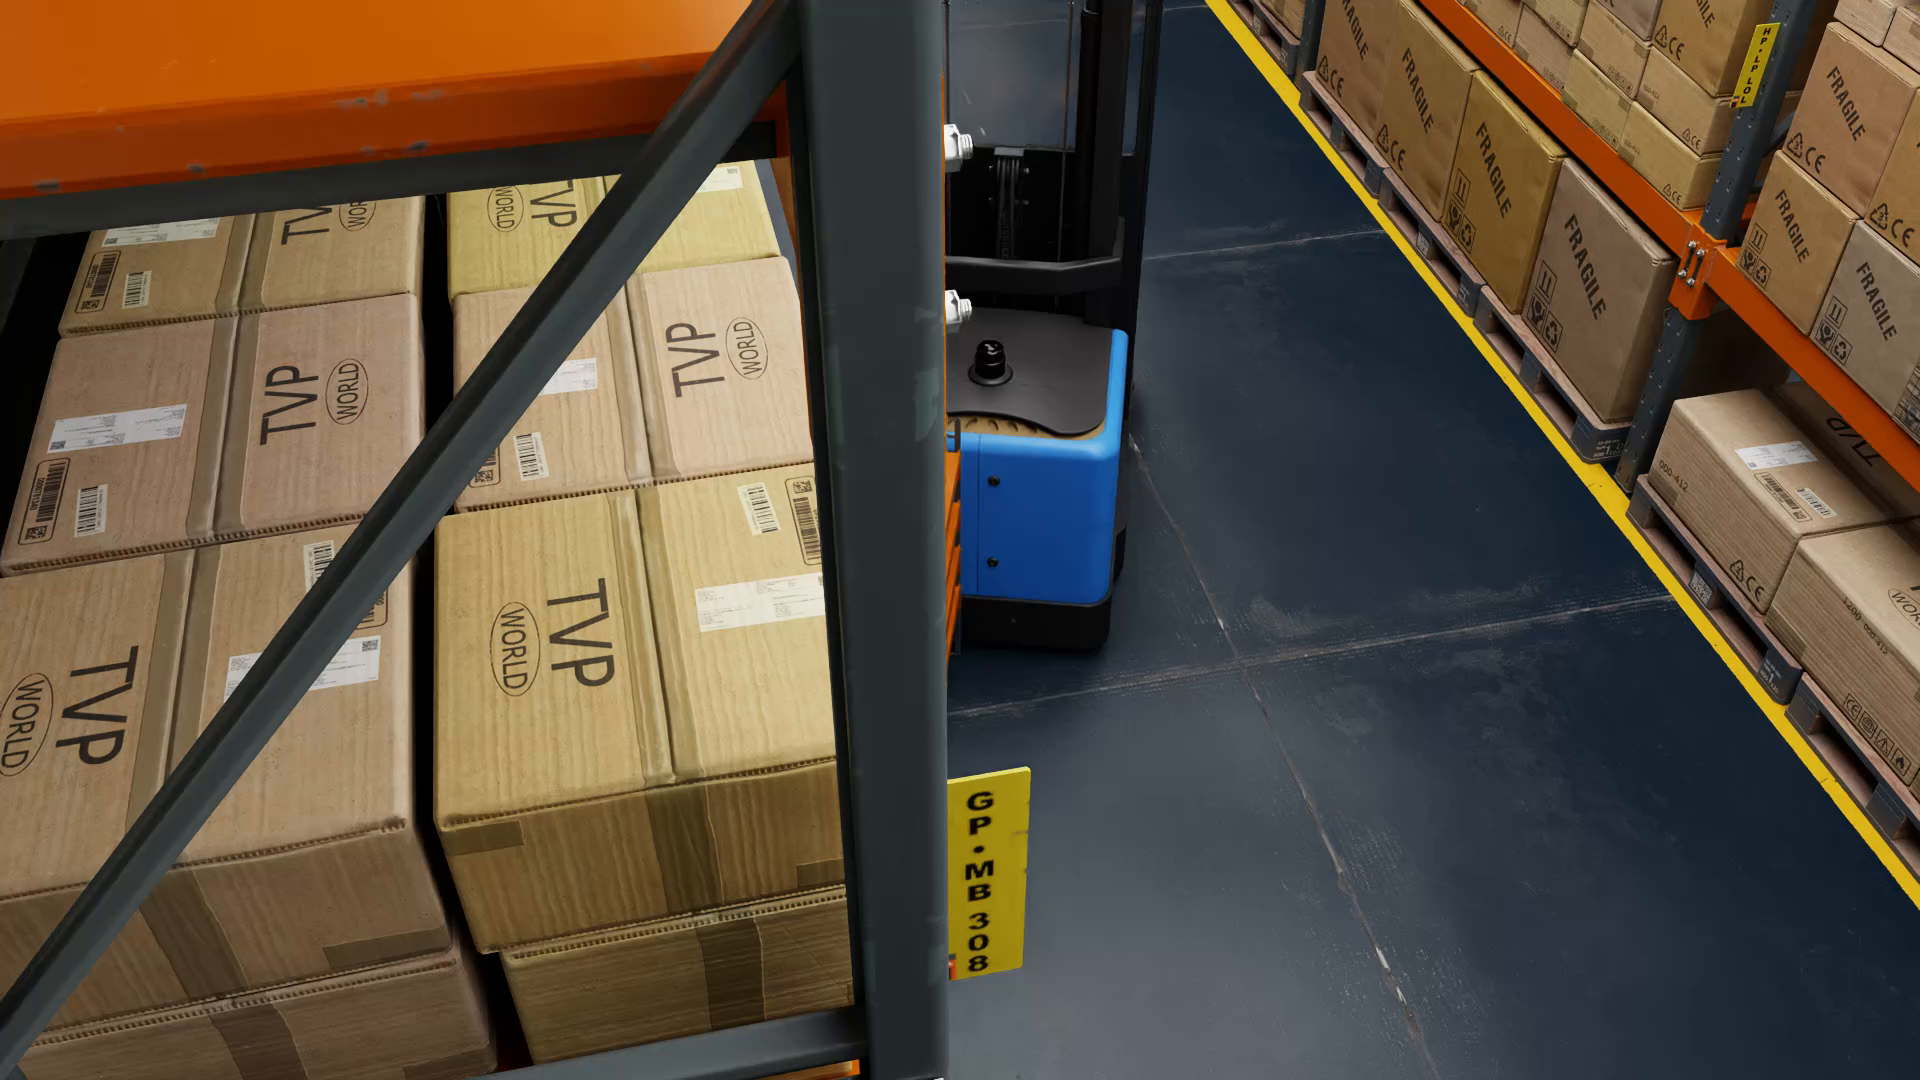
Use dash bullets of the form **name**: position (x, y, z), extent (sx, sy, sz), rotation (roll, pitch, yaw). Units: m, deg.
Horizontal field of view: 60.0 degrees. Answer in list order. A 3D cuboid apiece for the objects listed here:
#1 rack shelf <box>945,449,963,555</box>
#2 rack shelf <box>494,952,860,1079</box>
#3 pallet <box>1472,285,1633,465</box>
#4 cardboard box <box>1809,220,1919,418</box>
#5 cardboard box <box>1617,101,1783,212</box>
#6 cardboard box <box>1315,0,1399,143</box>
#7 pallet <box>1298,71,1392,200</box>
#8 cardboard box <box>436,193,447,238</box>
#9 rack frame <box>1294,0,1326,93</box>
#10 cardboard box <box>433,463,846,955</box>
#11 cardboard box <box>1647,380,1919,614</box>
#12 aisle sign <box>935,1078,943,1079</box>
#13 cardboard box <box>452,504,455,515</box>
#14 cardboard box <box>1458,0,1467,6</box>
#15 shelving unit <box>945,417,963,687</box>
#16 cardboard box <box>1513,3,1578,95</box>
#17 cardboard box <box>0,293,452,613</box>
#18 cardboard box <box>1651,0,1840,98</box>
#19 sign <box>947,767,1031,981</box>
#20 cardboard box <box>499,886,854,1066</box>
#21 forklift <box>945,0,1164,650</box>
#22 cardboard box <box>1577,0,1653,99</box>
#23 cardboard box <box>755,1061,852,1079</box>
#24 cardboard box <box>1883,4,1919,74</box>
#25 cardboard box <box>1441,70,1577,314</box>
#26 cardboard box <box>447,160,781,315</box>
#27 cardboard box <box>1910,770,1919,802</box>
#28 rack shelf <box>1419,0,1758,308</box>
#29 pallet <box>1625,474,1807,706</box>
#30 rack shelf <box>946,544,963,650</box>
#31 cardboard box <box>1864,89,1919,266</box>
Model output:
- **rack shelf**: position (-0.146, -0.126, 5.897), extent (0.258, 0.148, 0.480), rotation (4, 42, 5)
- **rack shelf**: position (-0.943, -0.277, 3.585), extent (1.077, 0.370, 4.000), rotation (-8, 42, -9)
- **pallet**: position (3.231, -0.881, 8.083), extent (1.003, 0.211, 1.213), rotation (-8, 42, -9)
- **cardboard box**: position (3.421, -0.803, 5.820), extent (0.500, 0.500, 0.500), rotation (-8, 42, -9)
- **cardboard box**: position (3.128, -1.633, 6.943), extent (0.500, 0.250, 0.500), rotation (-9, 42, -10)
- **cardboard box**: position (2.675, -2.930, 9.575), extent (0.875, 0.875, 0.875), rotation (-9, 42, -10)
- **pallet**: position (2.704, -2.462, 9.865), extent (1.003, 0.211, 1.213), rotation (-8, 42, -9)
- **cardboard box**: position (-1.195, -0.738, 3.074), extent (0.500, 0.250, 0.500), rotation (-8, 42, -9)
- **rack frame**: position (2.607, -4.027, 9.527), extent (1.000, 3.000, 0.127), rotation (-8, 42, -9)
- **cardboard box**: position (-0.362, 0.185, 2.035), extent (0.500, 0.250, 0.500), rotation (-9, 42, -10)
- **cardboard box**: position (3.501, -0.211, 6.841), extent (0.875, 0.438, 0.875), rotation (-9, 42, -10)
- **aisle sign**: position (-0.210, 0.902, 2.016), extent (0.394, 0.787, 0.004), rotation (-8, 42, -9)
- **cardboard box**: position (-0.996, 0.116, 2.489), extent (0.500, 0.250, 0.500), rotation (-8, 42, -9)
- **cardboard box**: position (2.703, -2.946, 8.423), extent (0.500, 0.250, 0.500), rotation (-7, 42, -8)
- **shelving unit**: position (-0.146, 0.168, 6.157), extent (0.258, 1.200, 0.503), rotation (4, 42, 5)
- **cardboard box**: position (2.929, -2.293, 7.686), extent (0.500, 0.250, 0.500), rotation (-9, 42, -10)
- **cardboard box**: position (-0.992, -0.077, 2.330), extent (0.500, 0.250, 0.500), rotation (-10, 42, -11)
- **cardboard box**: position (3.129, -2.099, 6.527), extent (0.500, 0.500, 0.500), rotation (-7, 42, -8)
- **sign**: position (0.018, 0.346, 1.683), extent (0.100, 0.325, 0.005), rotation (-8, 42, -9)
- **cardboard box**: position (-0.341, 0.369, 2.205), extent (0.500, 0.250, 0.500), rotation (-9, 42, -10)
- **forklift**: position (0.244, -1.635, 6.884), extent (1.130, 2.935, 3.031), rotation (4, 42, 5)
- **cardboard box**: position (3.023, -2.139, 7.136), extent (0.500, 0.250, 0.500), rotation (-7, 42, -8)
- **cardboard box**: position (-0.353, 0.605, 2.239), extent (0.380, 0.149, 0.250), rotation (-8, 42, -8)
- **cardboard box**: position (3.356, -1.682, 5.569), extent (0.380, 0.149, 0.250), rotation (-8, 42, -9)
- **cardboard box**: position (3.056, -1.771, 8.270), extent (0.875, 0.875, 0.875), rotation (-7, 42, -8)
- **cardboard box**: position (-0.575, -0.471, 2.774), extent (0.500, 0.250, 0.500), rotation (-9, 42, -10)
- **cardboard box**: position (3.888, 0.954, 5.529), extent (0.875, 0.438, 0.875), rotation (-7, 42, -8)
- **rack shelf**: position (3.039, -2.462, 8.305), extent (1.077, 0.370, 4.000), rotation (-8, 42, -9)
- **pallet**: position (3.558, 0.113, 6.964), extent (1.003, 0.211, 1.213), rotation (-8, 42, -9)
- **rack shelf**: position (-0.146, 0.218, 6.202), extent (0.258, 0.148, 0.480), rotation (4, 42, 5)
- **cardboard box**: position (3.440, -1.174, 5.484), extent (0.500, 0.500, 0.500), rotation (-9, 42, -10)
